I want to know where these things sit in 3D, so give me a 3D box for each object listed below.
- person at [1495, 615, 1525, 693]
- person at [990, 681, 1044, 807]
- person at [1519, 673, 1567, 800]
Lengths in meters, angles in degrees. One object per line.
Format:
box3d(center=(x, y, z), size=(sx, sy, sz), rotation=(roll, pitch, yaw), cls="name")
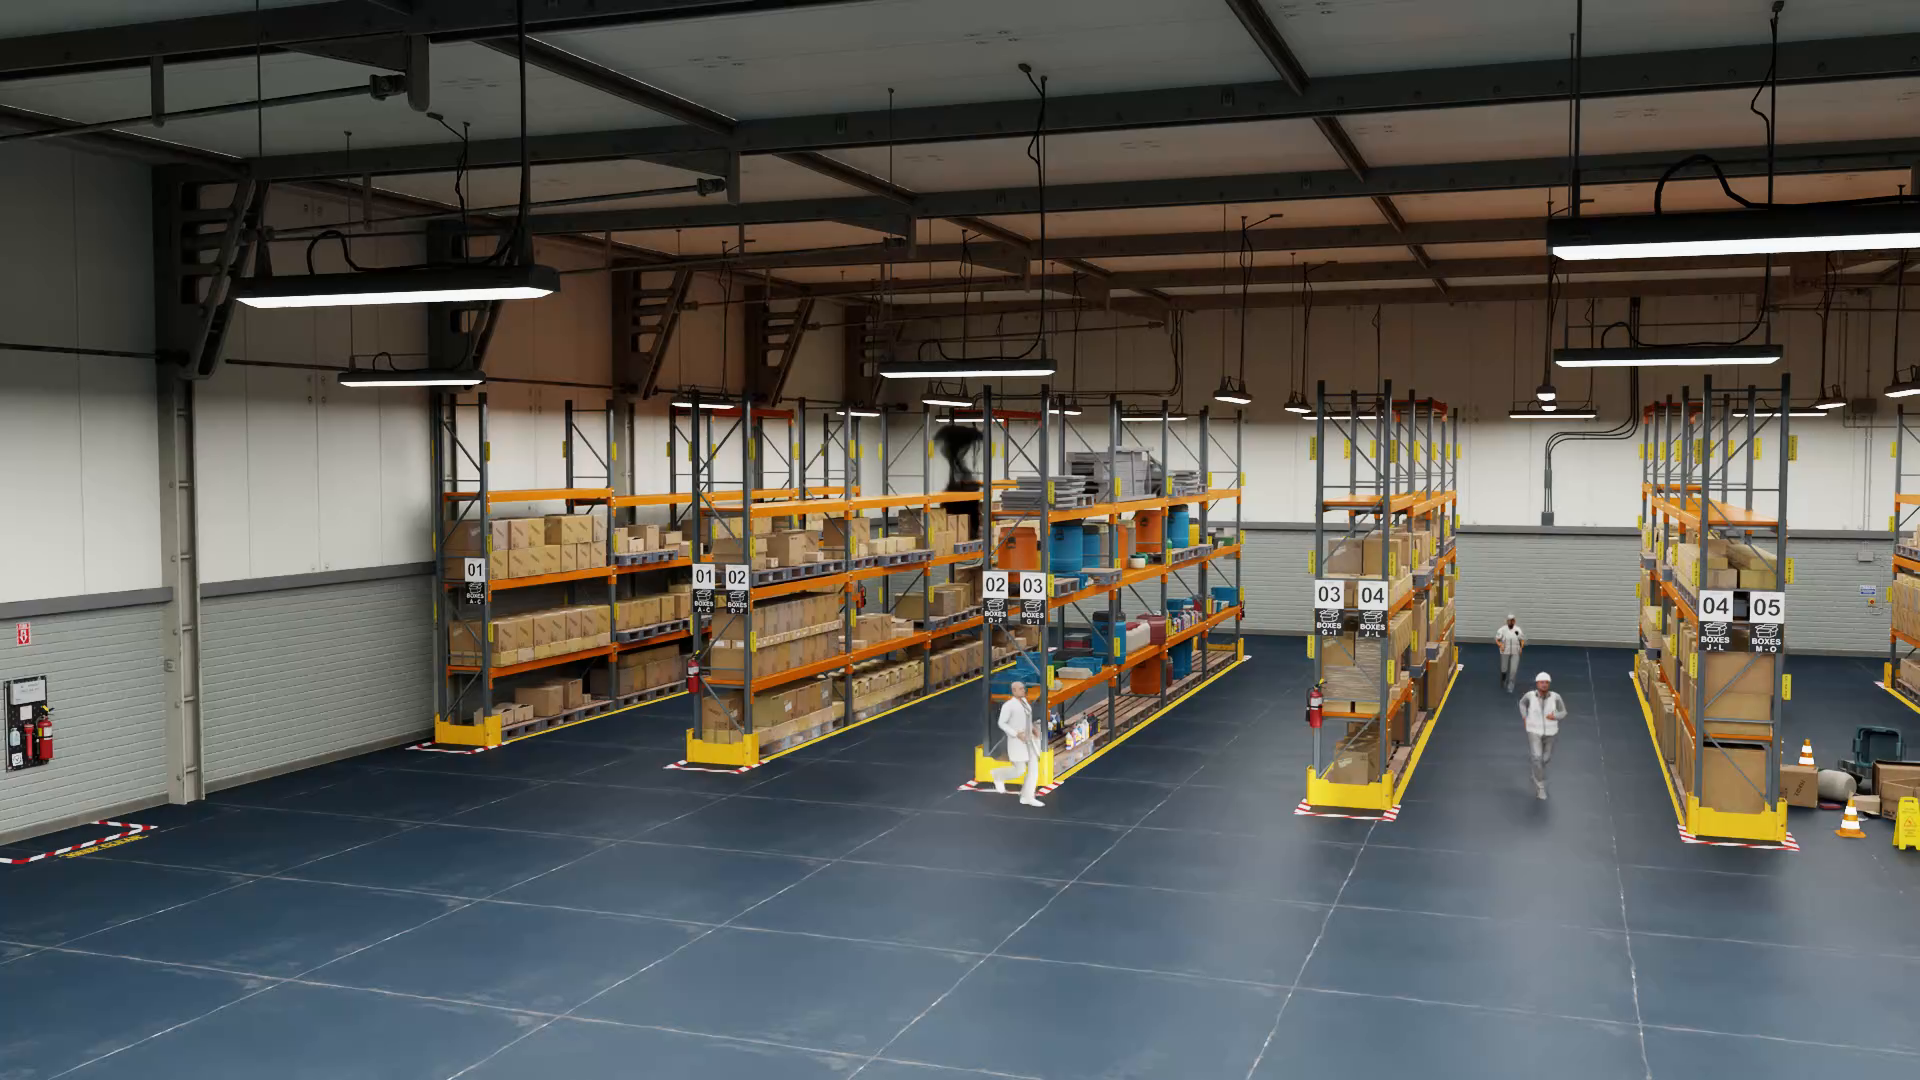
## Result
box3d(center=(11.425, 2.354, 34.532), size=(0.595, 1.622, 0.560), rotation=(1, 3, 13), cls="person")
box3d(center=(0.816, 2.880, 23.617), size=(0.860, 1.756, 0.724), rotation=(3, 4, 41), cls="person")
box3d(center=(8.530, 2.838, 24.344), size=(0.611, 1.830, 1.006), rotation=(0, 3, 5), cls="person")
